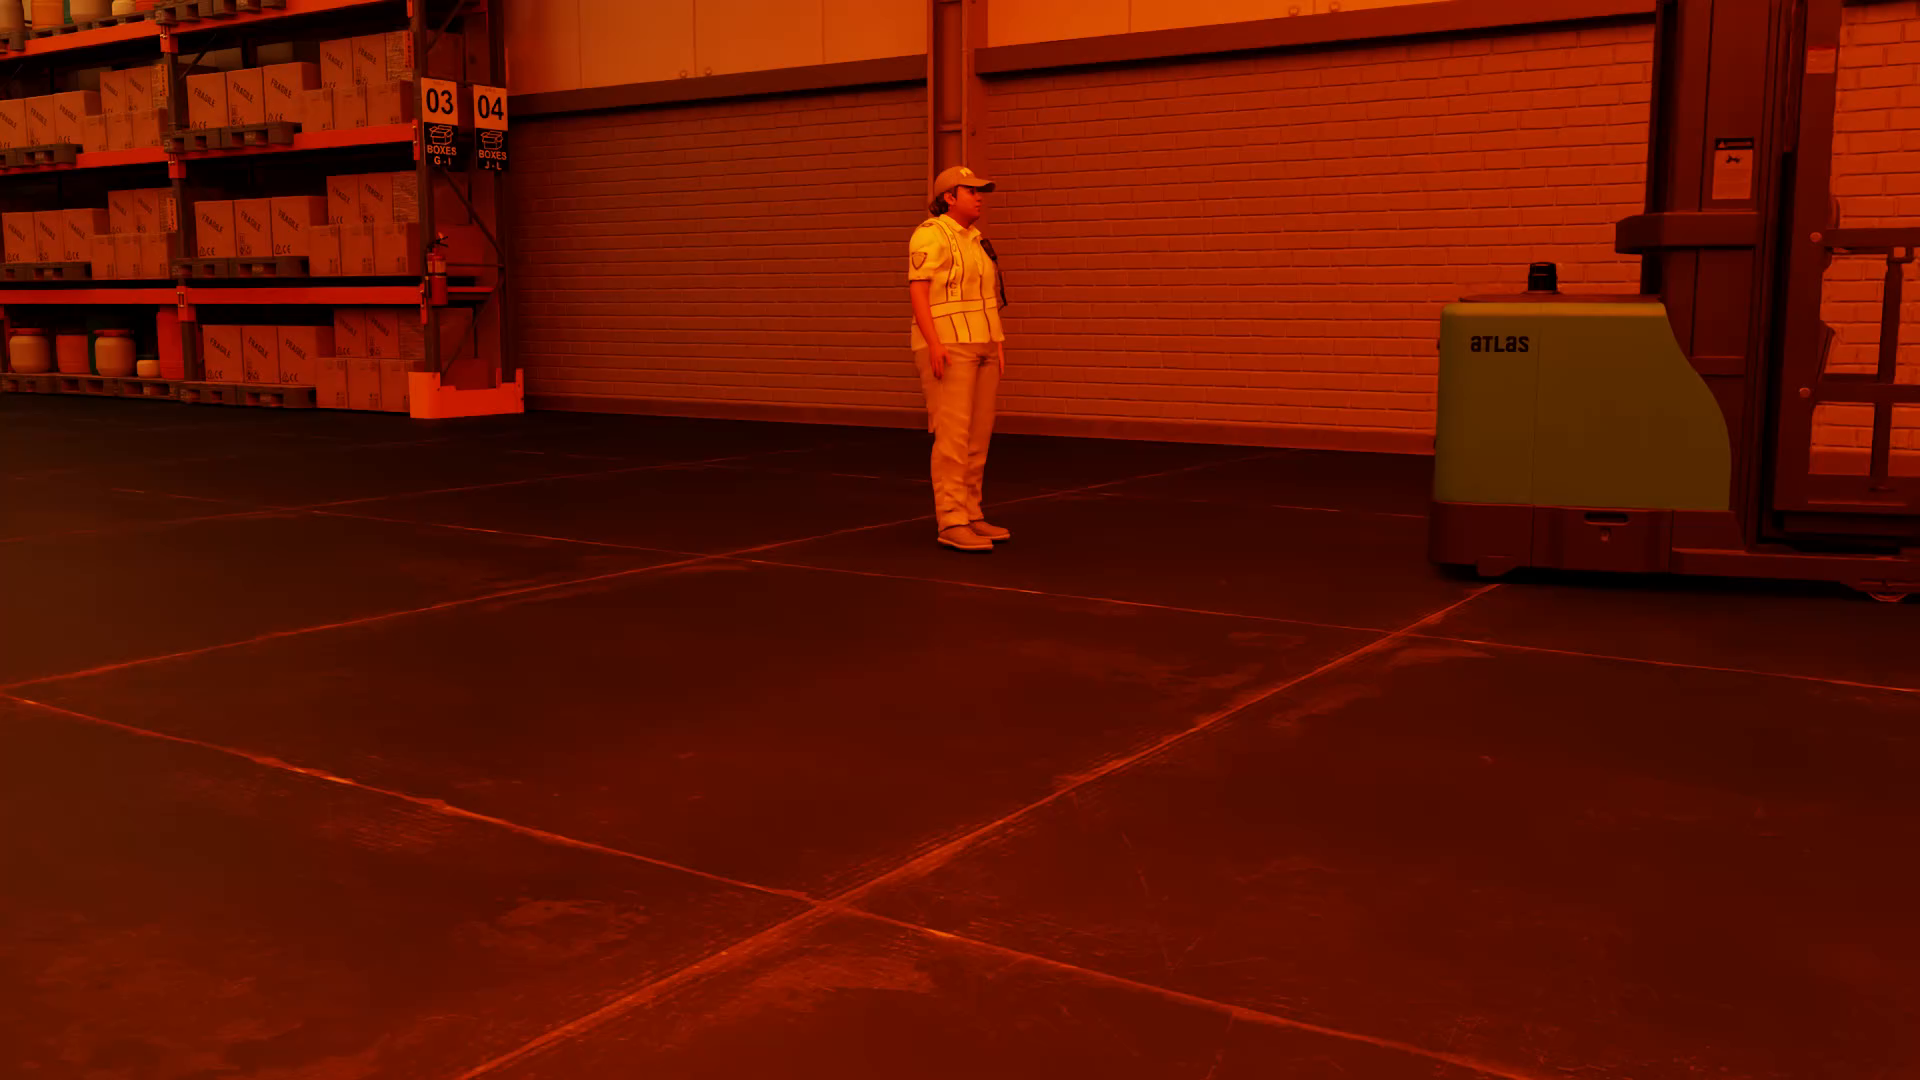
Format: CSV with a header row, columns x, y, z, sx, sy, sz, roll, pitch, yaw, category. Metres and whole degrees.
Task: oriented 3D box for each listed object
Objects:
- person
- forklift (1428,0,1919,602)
x,y,z,sx,sy,sz,roll,pitch,yaw,category
0.051,-0.825,7.424,0.529,1.670,0.598,5,10,34,person
3.416,-1.301,6.341,3.031,2.935,1.130,2,8,16,forklift
